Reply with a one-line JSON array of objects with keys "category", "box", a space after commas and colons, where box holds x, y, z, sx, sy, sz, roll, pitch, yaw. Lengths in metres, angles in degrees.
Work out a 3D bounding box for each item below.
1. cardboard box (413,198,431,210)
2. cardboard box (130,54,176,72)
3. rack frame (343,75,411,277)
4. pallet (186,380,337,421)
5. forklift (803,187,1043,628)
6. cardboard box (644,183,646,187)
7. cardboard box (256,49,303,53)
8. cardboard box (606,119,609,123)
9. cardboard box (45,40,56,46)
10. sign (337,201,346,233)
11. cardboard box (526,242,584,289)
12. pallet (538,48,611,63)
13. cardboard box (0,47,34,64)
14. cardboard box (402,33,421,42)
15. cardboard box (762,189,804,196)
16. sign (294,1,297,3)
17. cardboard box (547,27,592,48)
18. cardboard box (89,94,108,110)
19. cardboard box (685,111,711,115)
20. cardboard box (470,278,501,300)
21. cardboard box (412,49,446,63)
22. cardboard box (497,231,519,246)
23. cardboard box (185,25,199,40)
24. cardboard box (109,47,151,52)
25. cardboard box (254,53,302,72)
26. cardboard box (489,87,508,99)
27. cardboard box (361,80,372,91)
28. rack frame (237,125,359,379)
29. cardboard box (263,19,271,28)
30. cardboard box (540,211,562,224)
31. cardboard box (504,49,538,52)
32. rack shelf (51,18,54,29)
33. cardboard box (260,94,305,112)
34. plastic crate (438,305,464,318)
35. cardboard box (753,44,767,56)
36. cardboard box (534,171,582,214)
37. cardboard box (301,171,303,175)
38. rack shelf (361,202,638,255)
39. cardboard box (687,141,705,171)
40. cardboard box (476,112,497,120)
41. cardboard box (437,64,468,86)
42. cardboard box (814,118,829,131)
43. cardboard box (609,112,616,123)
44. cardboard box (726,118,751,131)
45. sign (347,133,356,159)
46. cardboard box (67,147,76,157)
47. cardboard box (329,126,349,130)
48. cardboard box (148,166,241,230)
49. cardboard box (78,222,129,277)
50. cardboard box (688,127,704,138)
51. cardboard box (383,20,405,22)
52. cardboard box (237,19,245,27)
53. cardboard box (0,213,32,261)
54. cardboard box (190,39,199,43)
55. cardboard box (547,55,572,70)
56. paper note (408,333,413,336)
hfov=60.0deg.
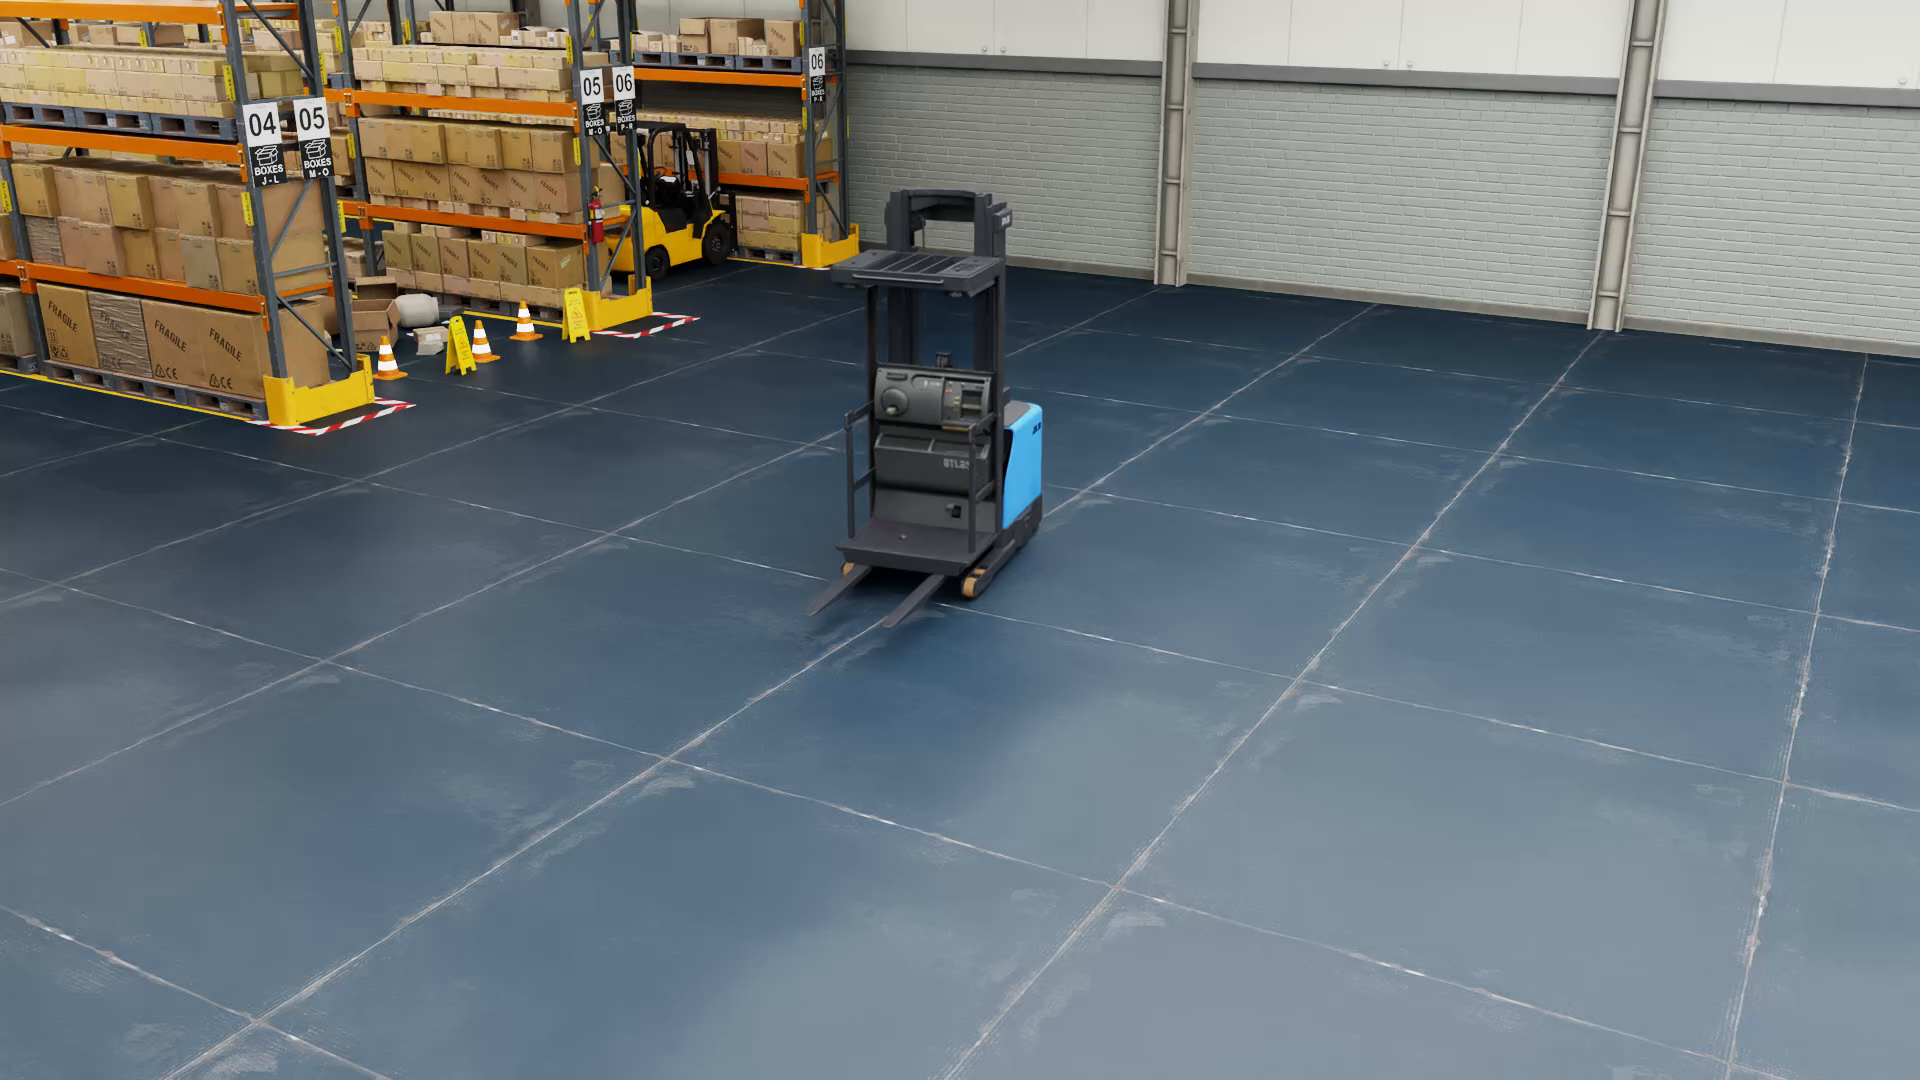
[{"category": "cardboard box", "box": [-7.120, -4.551, 22.380, 0.250, 0.149, 0.380, 12, 23, 29]}, {"category": "cardboard box", "box": [-8.108, -4.810, 16.763, 0.250, 0.149, 0.380, 11, 23, 28]}, {"category": "rack frame", "box": [-7.930, -4.930, 23.057, 0.127, 3.000, 1.000, 11, 23, 27]}, {"category": "pallet", "box": [-7.500, -1.573, 17.893, 1.213, 0.211, 1.003, 11, 23, 27]}, {"category": "forklift", "box": [-0.283, -1.087, 12.565, 1.130, 2.935, 3.031, 7, 21, 19]}, {"category": "cardboard box", "box": [-5.243, -5.609, 26.880, 0.500, 0.250, 0.500, 10, 22, 26]}, {"category": "cardboard box", "box": [-9.394, -6.692, 23.119, 0.500, 0.250, 0.500, 11, 23, 28]}, {"category": "cardboard box", "box": [-5.919, -6.751, 26.979, 0.250, 0.149, 0.380, 12, 23, 29]}, {"category": "cardboard box", "box": [-13.490, -7.397, 25.040, 0.258, 0.266, 0.396, 13, 24, 32]}, {"category": "sign", "box": [-6.488, -3.383, 17.406, 0.005, 0.325, 0.100, 11, 23, 27]}, {"category": "cardboard box", "box": [-5.264, -3.578, 21.646, 0.500, 0.500, 0.500, 11, 23, 28]}, {"category": "pallet", "box": [-6.289, -7.871, 27.047, 1.217, 0.209, 0.805, 10, 22, 25]}, {"category": "cardboard box", "box": [-10.104, -5.189, 17.809, 0.250, 0.149, 0.380, 11, 23, 28]}, {"category": "cardboard box", "box": [-9.432, -8.588, 28.378, 0.250, 0.149, 0.380, 11, 23, 28]}, {"category": "cardboard box", "box": [-2.786, -5.336, 26.127, 0.500, 0.250, 0.500, 11, 23, 27]}, {"category": "sign", "box": [-12.229, -9.743, 30.591, 0.005, 0.325, 0.100, 11, 23, 27]}, {"category": "cardboard box", "box": [-6.263, -8.069, 26.679, 0.500, 0.311, 0.500, 10, 22, 26]}, {"category": "cardboard box", "box": [-8.776, -4.561, 17.248, 0.250, 0.149, 0.380, 11, 23, 28]}, {"category": "cardboard box", "box": [-4.184, -6.771, 26.598, 0.250, 0.149, 0.380, 10, 22, 26]}, {"category": "cardboard box", "box": [-6.183, -3.398, 22.250, 0.500, 0.250, 0.500, 10, 22, 25]}, {"category": "cardboard box", "box": [-6.889, -6.288, 21.602, 0.250, 0.149, 0.380, 10, 22, 26]}, {"category": "cardboard box", "box": [-5.836, -3.966, 21.767, 0.250, 0.149, 0.380, 11, 23, 28]}, {"category": "cardboard box", "box": [-13.940, -9.396, 30.753, 0.500, 0.250, 0.500, 11, 23, 28]}, {"category": "cardboard box", "box": [-8.896, -5.217, 17.885, 0.250, 0.149, 0.380, 11, 23, 27]}, {"category": "cardboard box", "box": [-6.900, -4.836, 16.836, 0.250, 0.149, 0.380, 11, 23, 28]}, {"category": "cardboard box", "box": [-5.764, -5.708, 21.172, 0.250, 0.149, 0.380, 11, 22, 27]}, {"category": "cardboard box", "box": [-7.776, -6.096, 22.241, 0.250, 0.149, 0.380, 10, 22, 26]}, {"category": "rack frame", "box": [-6.764, -2.774, 17.115, 0.127, 3.000, 1.000, 11, 23, 27]}, {"category": "cardboard box", "box": [-12.182, -9.212, 29.632, 0.250, 0.149, 0.380, 11, 23, 28]}, {"category": "cardboard box", "box": [-5.144, -4.154, 21.287, 0.250, 0.149, 0.380, 10, 22, 27]}, {"category": "cardboard box", "box": [-5.699, -6.293, 21.615, 0.250, 0.149, 0.380, 11, 23, 29]}, {"category": "rack shelf", "box": [-12.002, -6.066, 19.033, 4.000, 0.370, 1.077, 11, 23, 27]}, {"category": "cardboard box", "box": [-6.907, -4.463, 16.978, 0.250, 0.149, 0.380, 11, 23, 28]}, {"category": "plastic crate", "box": [-6.959, -3.052, 22.162, 0.583, 0.080, 0.402, 3, 20, 9]}, {"category": "cardboard box", "box": [-2.892, -7.327, 24.872, 0.250, 0.149, 0.380, 10, 22, 26]}, {"category": "cardboard box", "box": [-5.046, -4.460, 21.178, 0.500, 0.500, 0.500, 10, 22, 26]}, {"category": "cardboard box", "box": [-8.978, -5.094, 23.262, 0.250, 0.149, 0.380, 10, 22, 26]}, {"category": "rack shelf", "box": [-6.184, -4.259, 22.263, 4.000, 0.370, 1.077, 11, 23, 27]}, {"category": "cardboard box", "box": [-3.918, -6.048, 25.993, 0.500, 0.500, 0.500, 11, 23, 28]}, {"category": "cardboard box", "box": [-7.931, -7.133, 28.033, 0.250, 0.149, 0.380, 11, 23, 28]}, {"category": "cardboard box", "box": [-6.352, -6.001, 21.395, 0.500, 0.250, 0.500, 11, 23, 28]}, {"category": "cardboard box", "box": [-2.209, -6.354, 25.450, 0.250, 0.149, 0.380, 10, 22, 26]}, {"category": "cardboard box", "box": [-5.379, -6.759, 26.565, 0.250, 0.149, 0.380, 11, 23, 28]}, {"category": "cardboard box", "box": [-3.371, -6.373, 25.500, 0.250, 0.149, 0.380, 11, 23, 29]}, {"category": "sign", "box": [-8.197, -5.308, 22.403, 0.005, 0.325, 0.100, 11, 23, 27]}, {"category": "cardboard box", "box": [-13.329, -6.014, 25.533, 0.500, 0.250, 0.500, 10, 22, 26]}, {"category": "cardboard box", "box": [-9.062, -5.647, 23.835, 0.500, 0.500, 0.500, 11, 22, 27]}, {"category": "cardboard box", "box": [-8.017, -3.623, 17.652, 0.550, 0.550, 0.875, 11, 23, 27]}, {"category": "cardboard box", "box": [-9.023, -3.243, 18.186, 0.550, 0.550, 0.875, 11, 23, 27]}, {"category": "cardboard box", "box": [-4.022, -6.366, 25.918, 0.250, 0.149, 0.380, 10, 22, 26]}, {"category": "cardboard box", "box": [-9.872, -9.006, 29.093, 0.250, 0.149, 0.380, 12, 23, 29]}, {"category": "cardboard box", "box": [-13.055, -9.465, 30.212, 0.500, 0.250, 0.500, 11, 23, 27]}, {"category": "cardboard box", "box": [-10.842, -3.494, 18.951, 0.500, 0.500, 0.500, 11, 22, 27]}, {"category": "cardboard box", "box": [-14.051, -9.227, 30.872, 0.250, 0.149, 0.380, 11, 23, 28]}, {"category": "cardboard box", "box": [-4.877, -5.900, 20.532, 0.250, 0.149, 0.380, 11, 23, 28]}, {"category": "paper note", "box": [-6.902, -2.614, 21.044, 0.148, 0.019, 0.142, -16, 26, -38]}]
